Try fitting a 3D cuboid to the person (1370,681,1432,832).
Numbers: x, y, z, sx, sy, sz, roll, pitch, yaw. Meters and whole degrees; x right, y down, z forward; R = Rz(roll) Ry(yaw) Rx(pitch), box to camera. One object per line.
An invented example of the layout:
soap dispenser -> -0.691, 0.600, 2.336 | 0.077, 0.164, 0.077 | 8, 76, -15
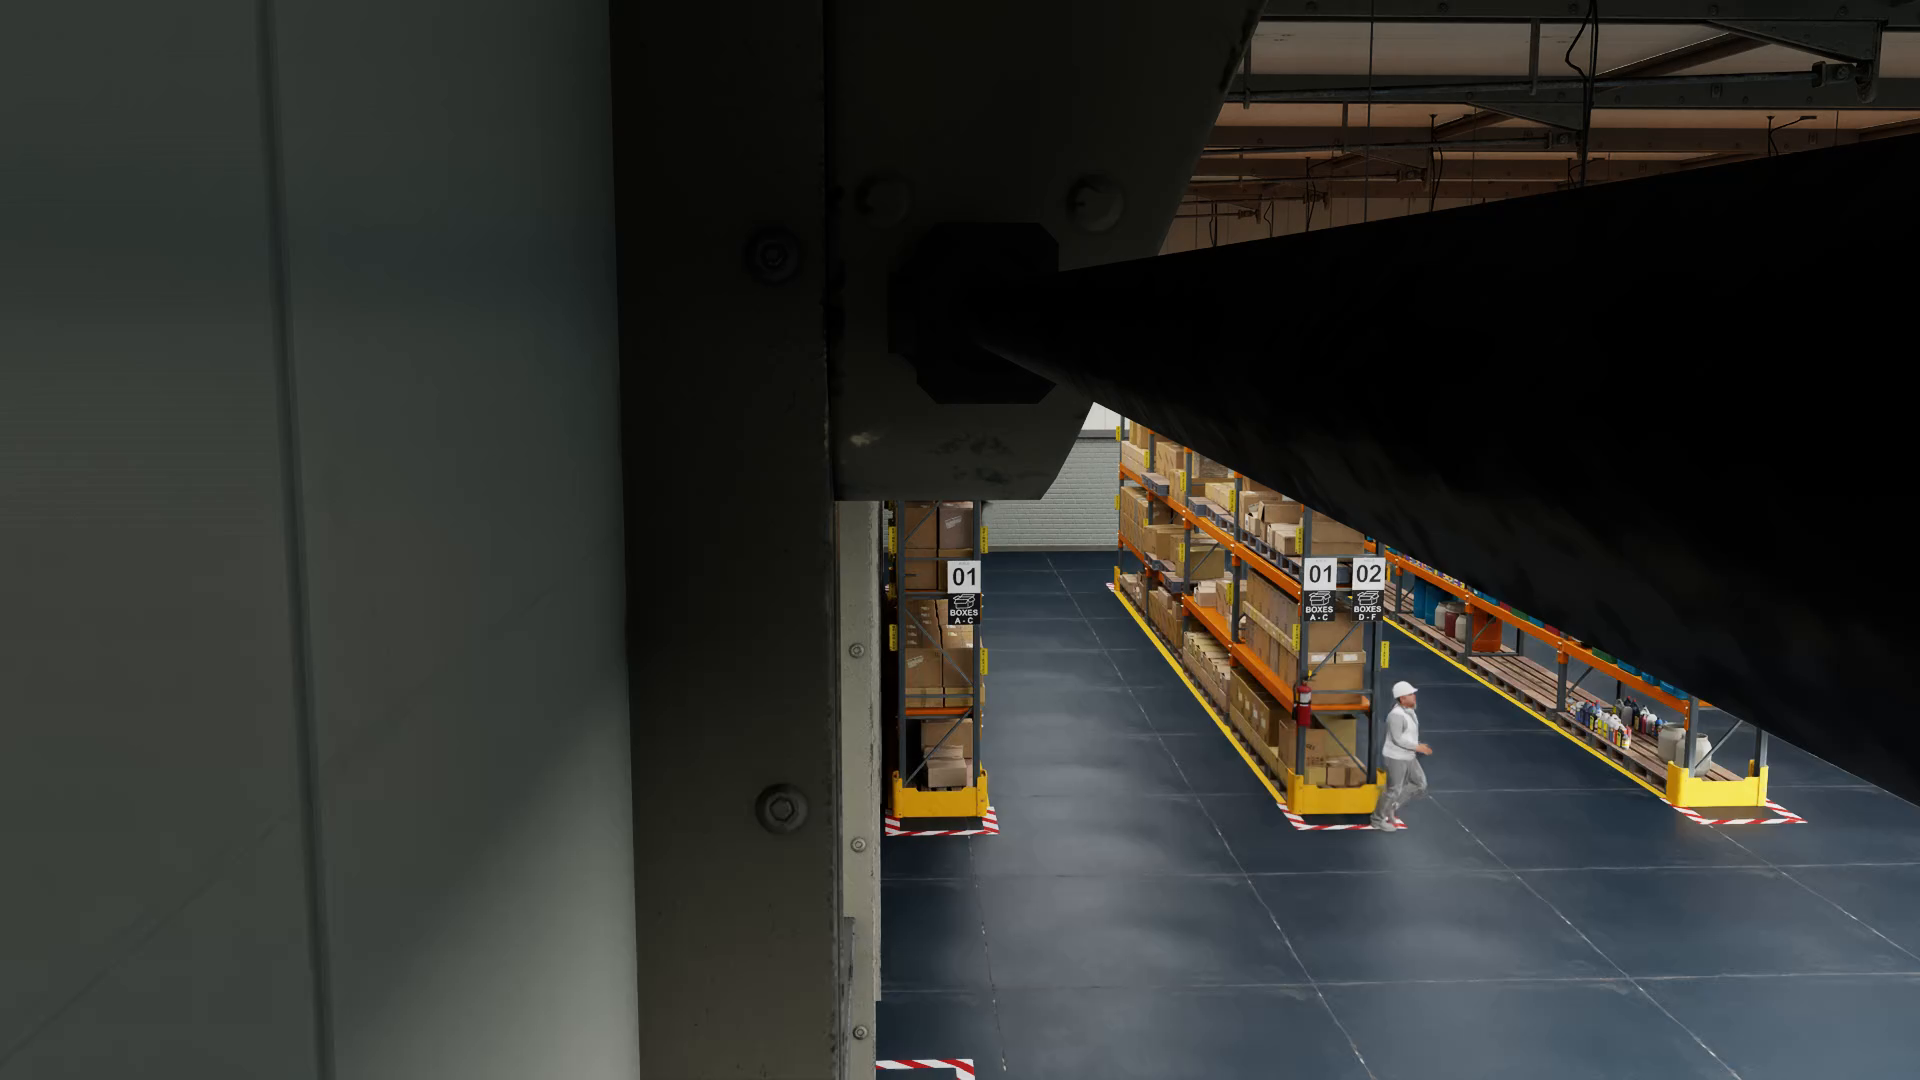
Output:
person -> 5.072, 2.466, 18.995 | 0.685, 1.752, 0.689 | 5, 10, 31
